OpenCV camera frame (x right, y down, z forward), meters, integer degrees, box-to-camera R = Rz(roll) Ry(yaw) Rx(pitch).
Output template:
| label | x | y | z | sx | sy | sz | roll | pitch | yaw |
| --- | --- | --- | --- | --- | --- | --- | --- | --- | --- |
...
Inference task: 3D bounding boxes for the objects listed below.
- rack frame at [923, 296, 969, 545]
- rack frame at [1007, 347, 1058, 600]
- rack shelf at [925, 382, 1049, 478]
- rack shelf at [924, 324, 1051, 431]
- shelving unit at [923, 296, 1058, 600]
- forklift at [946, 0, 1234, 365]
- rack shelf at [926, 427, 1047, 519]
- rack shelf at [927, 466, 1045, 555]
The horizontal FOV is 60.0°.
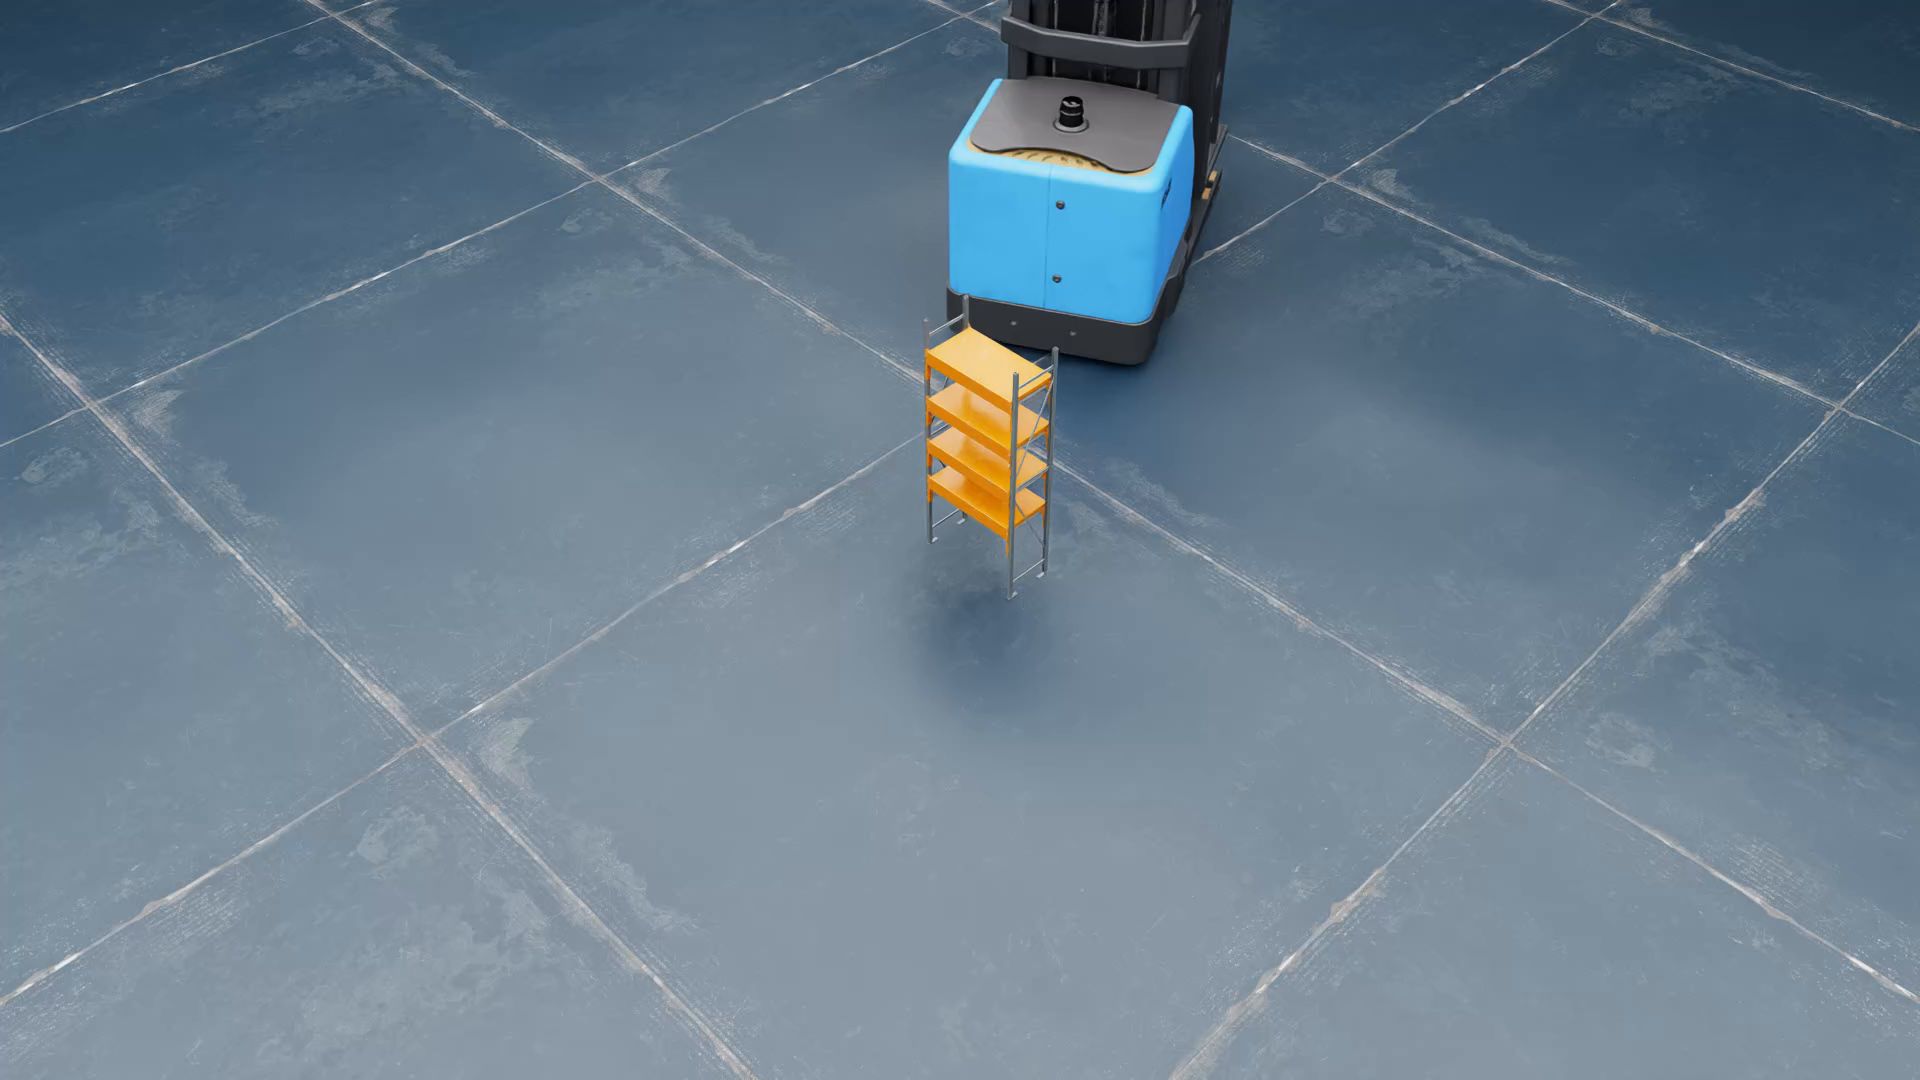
| label | x | y | z | sx | sy | sz | roll | pitch | yaw |
| --- | --- | --- | --- | --- | --- | --- | --- | --- | --- |
| rack frame | -0.055 | -0.478 | 7.001 | 0.240 | 1.200 | 0.015 | -34 | 53 | -31 |
| rack frame | 0.289 | -0.244 | 6.747 | 0.240 | 1.200 | 0.015 | -34 | 53 | -31 |
| rack shelf | 0.117 | -0.476 | 6.768 | 0.258 | 0.148 | 0.480 | -34 | 53 | -31 |
| rack shelf | 0.117 | -0.650 | 6.607 | 0.258 | 0.148 | 0.480 | -34 | 53 | -31 |
| shelving unit | 0.117 | -0.361 | 6.874 | 0.258 | 1.200 | 0.503 | -34 | 53 | -31 |
| forklift | 0.854 | -2.955 | 8.406 | 1.130 | 2.935 | 3.031 | 12 | 44 | 13 |
| rack shelf | 0.117 | -0.312 | 6.920 | 0.258 | 0.148 | 0.480 | -34 | 53 | -31 |
| rack shelf | 0.117 | -0.166 | 7.055 | 0.258 | 0.148 | 0.480 | -34 | 53 | -31 |
